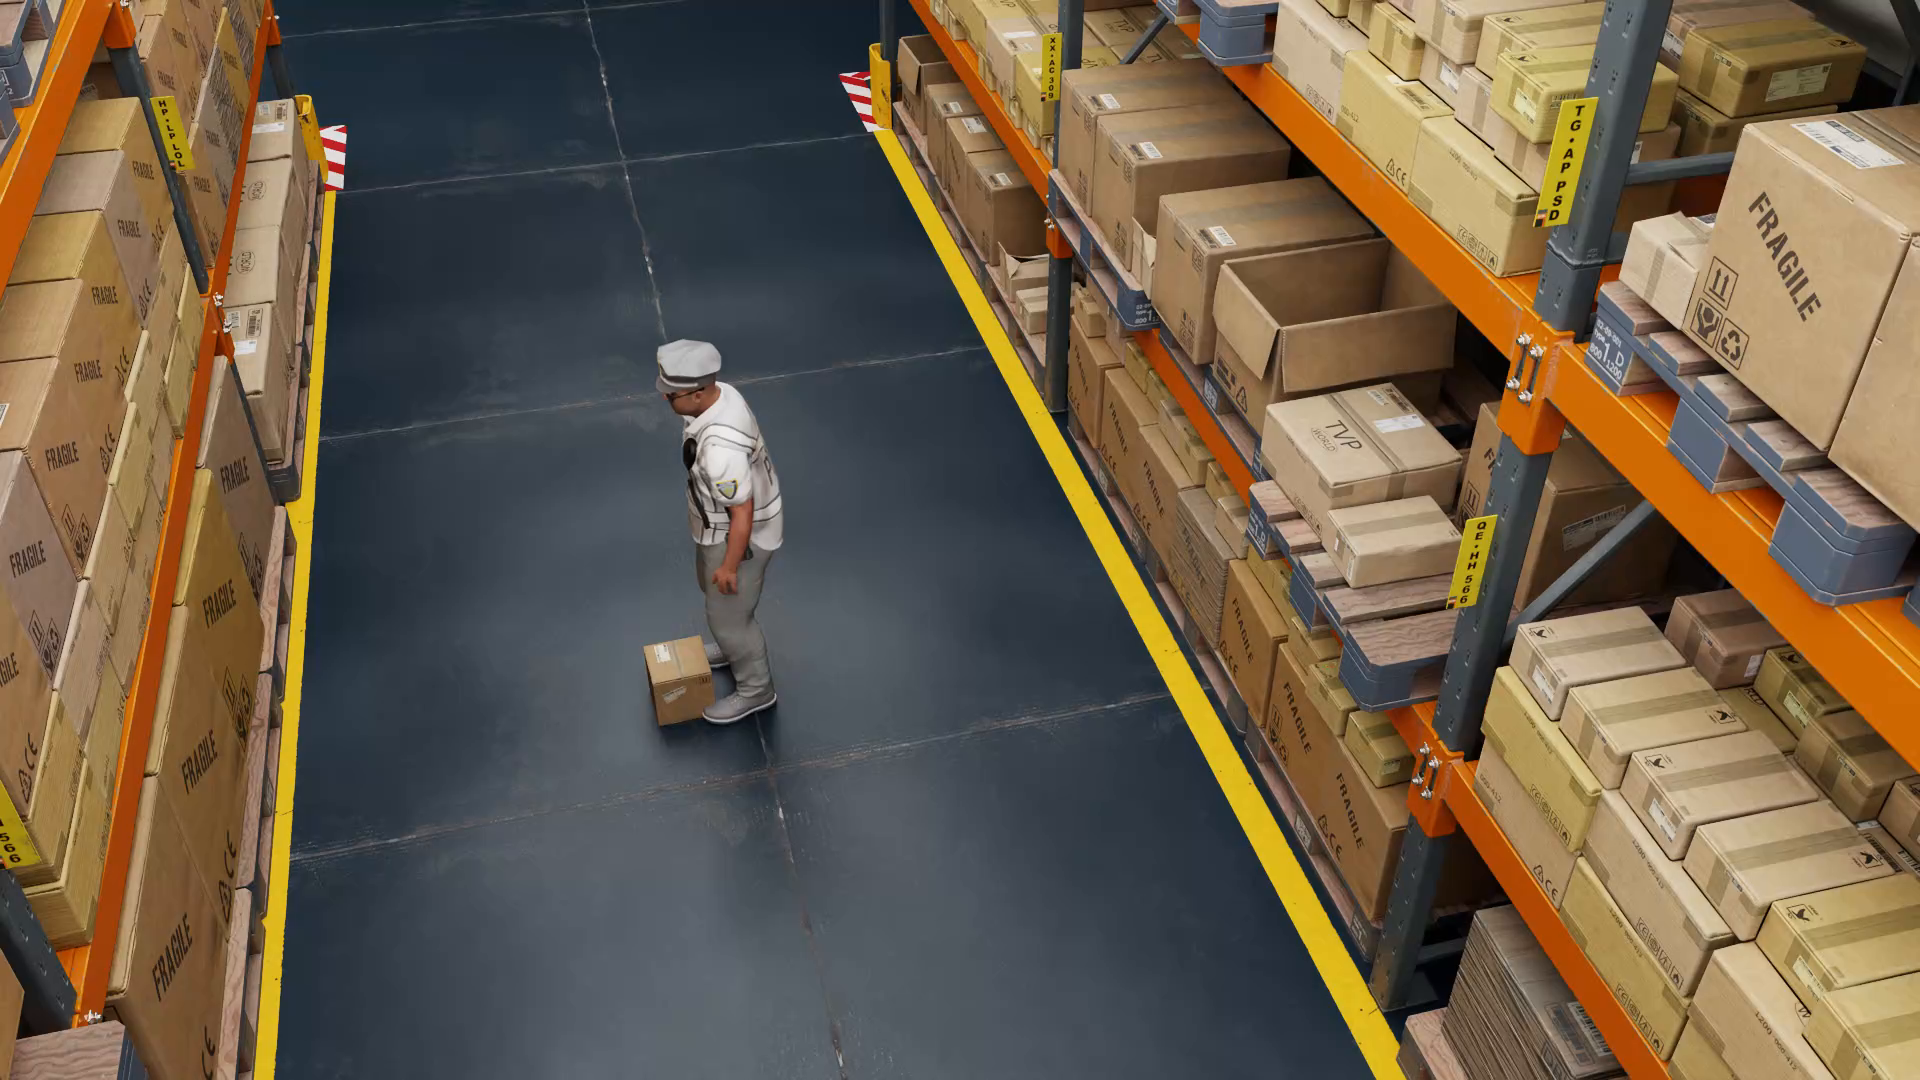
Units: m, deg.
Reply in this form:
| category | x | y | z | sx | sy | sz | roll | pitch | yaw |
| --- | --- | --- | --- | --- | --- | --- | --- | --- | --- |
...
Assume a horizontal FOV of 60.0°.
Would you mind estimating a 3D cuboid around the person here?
| category | x | y | z | sx | sy | sz | roll | pitch | yaw |
| --- | --- | --- | --- | --- | --- | --- | --- | --- | --- |
| person | -0.943 | -0.043 | 6.763 | 0.438 | 1.747 | 0.584 | -10 | 39 | -12 |
